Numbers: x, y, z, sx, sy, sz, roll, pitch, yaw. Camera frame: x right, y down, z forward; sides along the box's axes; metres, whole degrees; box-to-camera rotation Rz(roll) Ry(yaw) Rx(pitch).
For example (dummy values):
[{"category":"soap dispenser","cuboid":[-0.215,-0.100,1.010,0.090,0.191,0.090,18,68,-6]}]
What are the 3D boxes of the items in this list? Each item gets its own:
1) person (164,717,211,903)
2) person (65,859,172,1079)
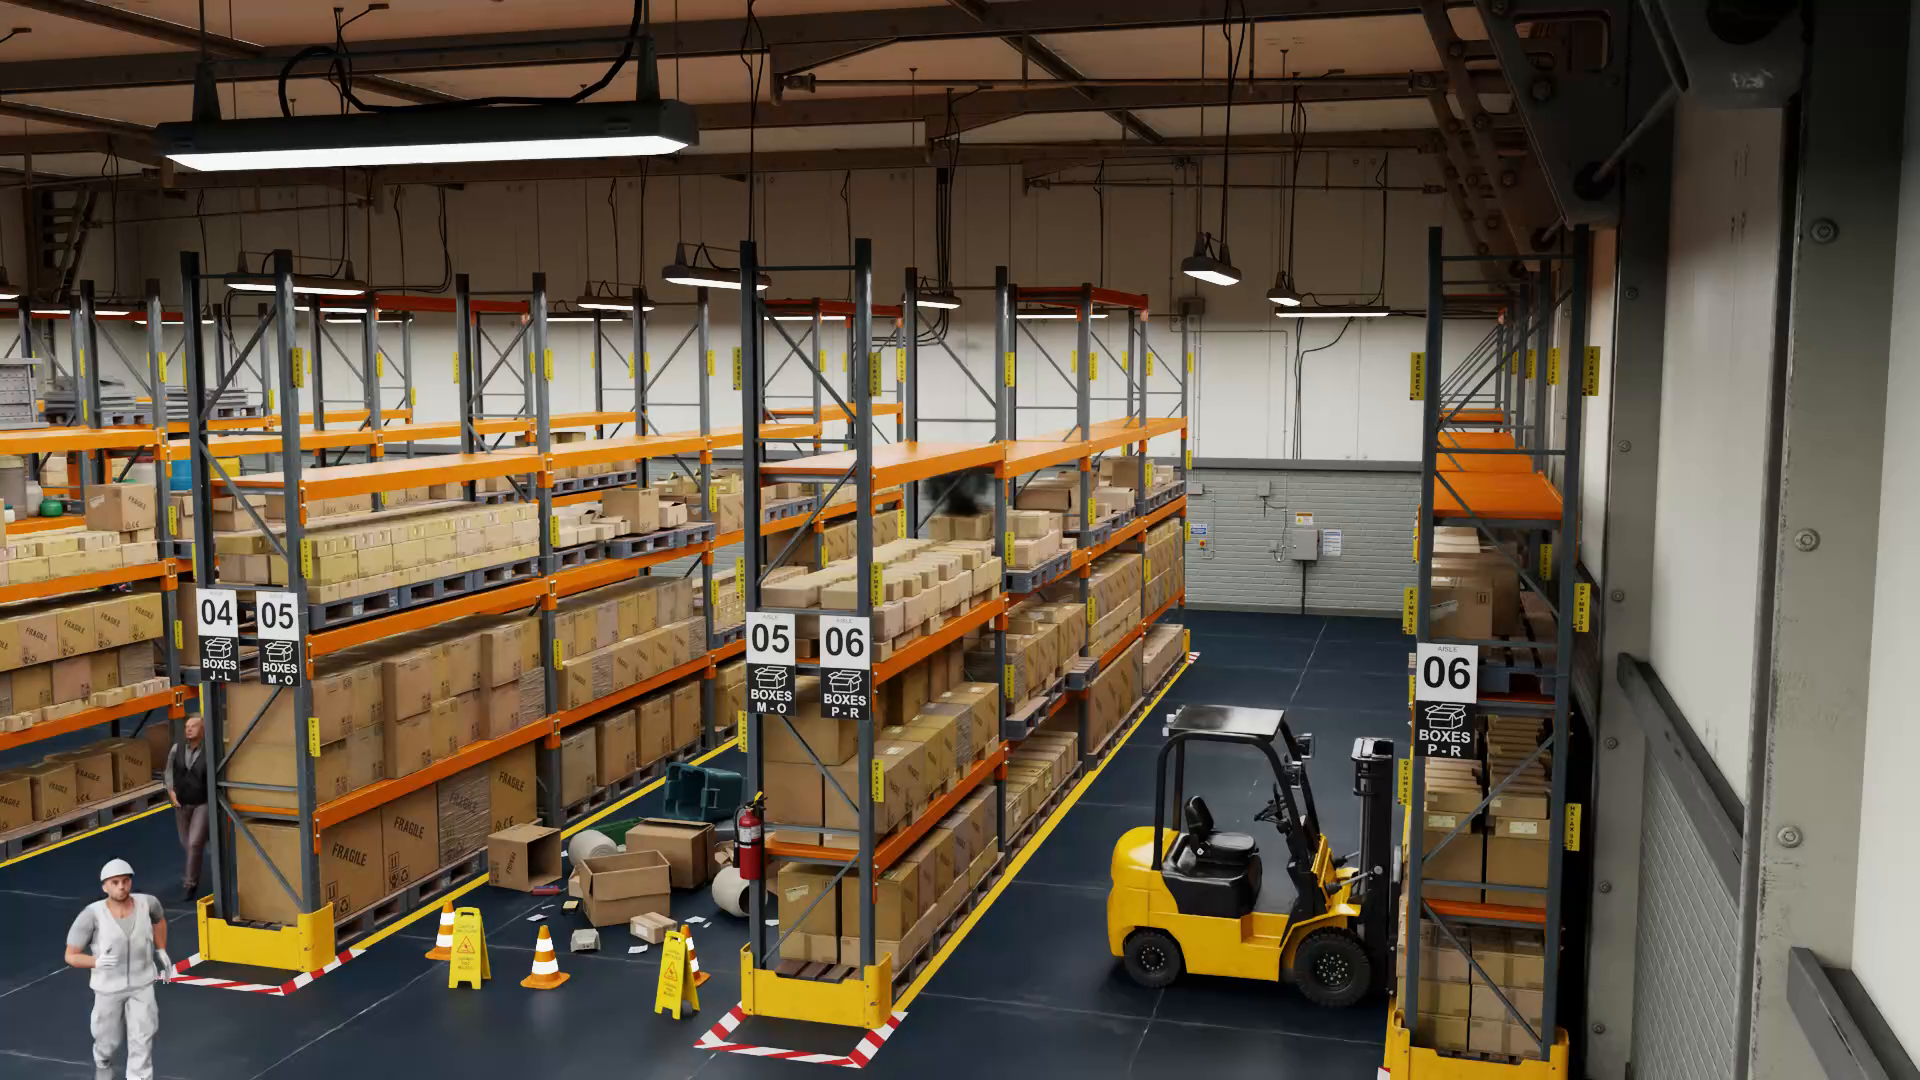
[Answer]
[{"category":"person","cuboid":[-7.376,2.551,16.122,0.643,1.710,0.993,1,6,5]},{"category":"person","cuboid":[-5.680,3.013,11.242,0.656,1.770,0.908,-5,8,-38]}]
